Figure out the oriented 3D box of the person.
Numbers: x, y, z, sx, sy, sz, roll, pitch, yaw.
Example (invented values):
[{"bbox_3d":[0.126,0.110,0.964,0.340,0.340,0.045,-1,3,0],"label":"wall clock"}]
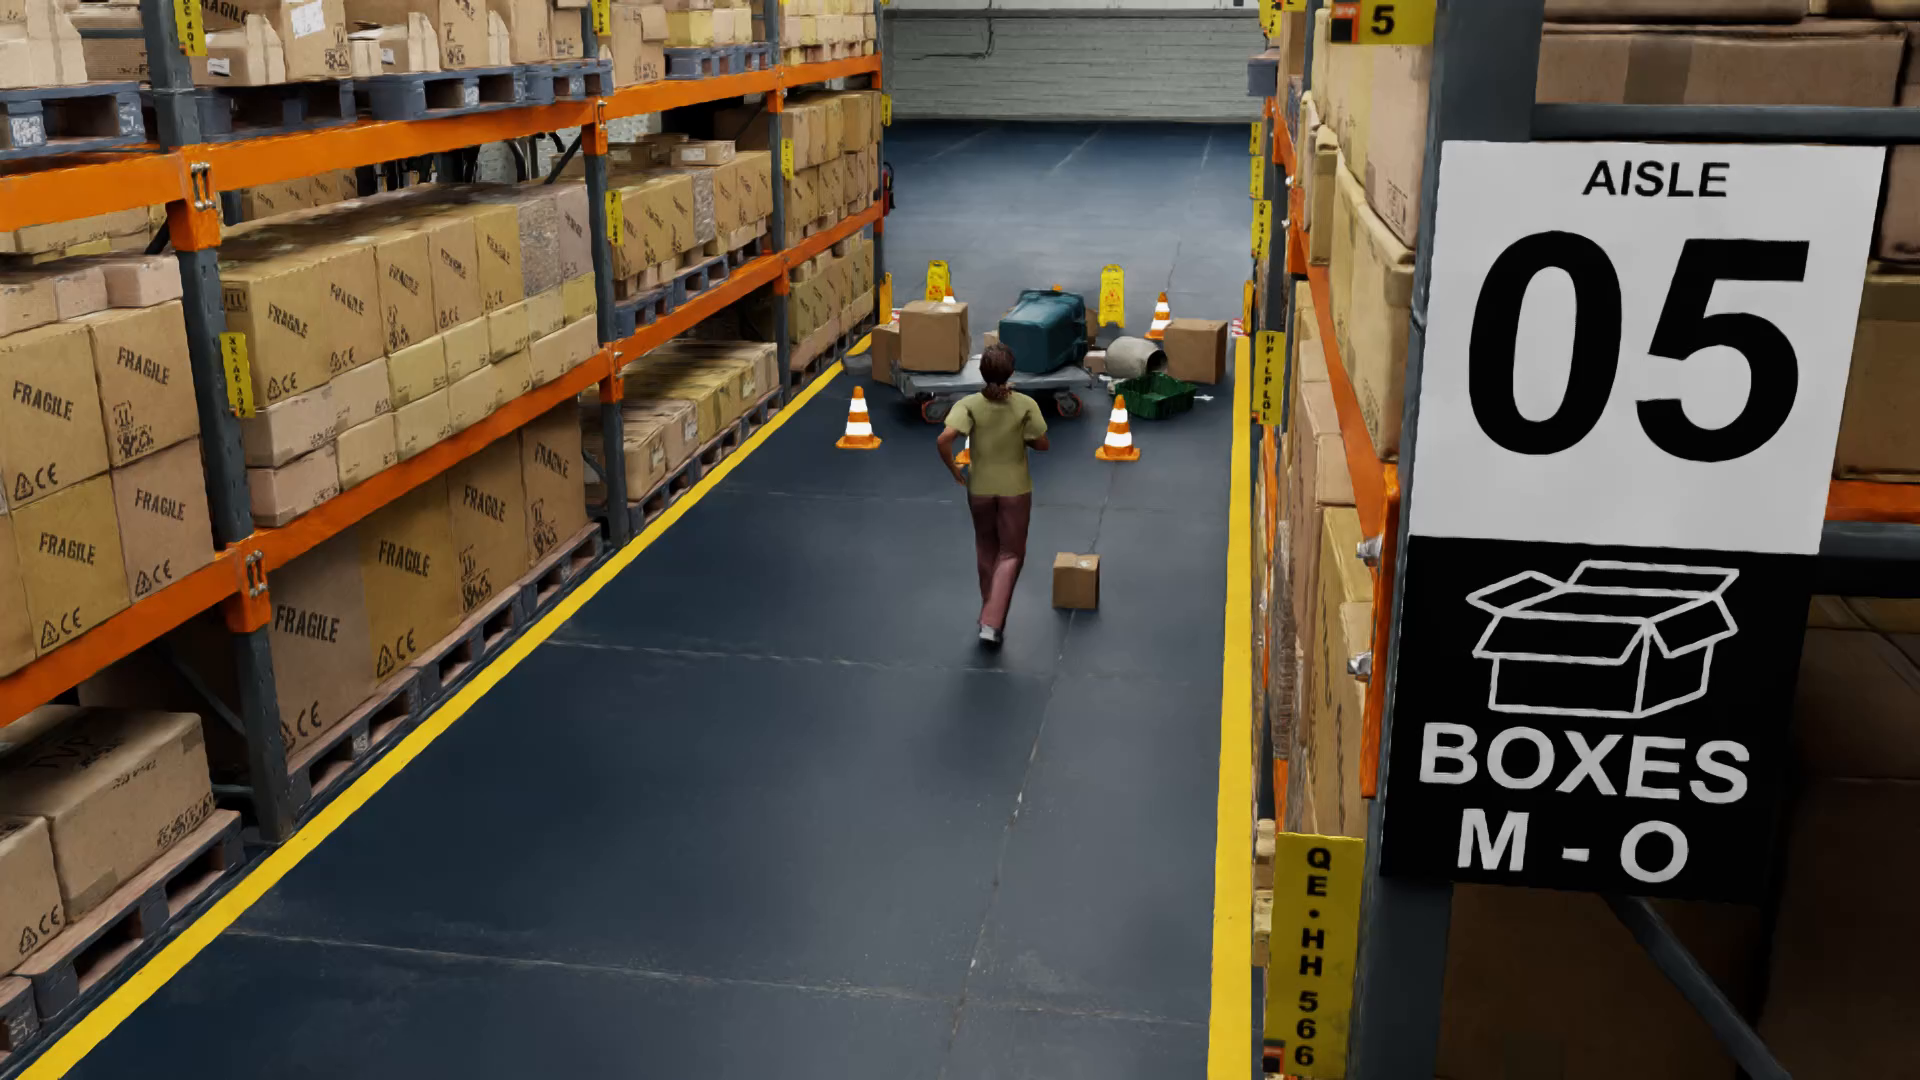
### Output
[{"bbox_3d":[0.228,-0.272,8.954,0.542,1.629,0.806,4,18,13],"label":"person"}]
